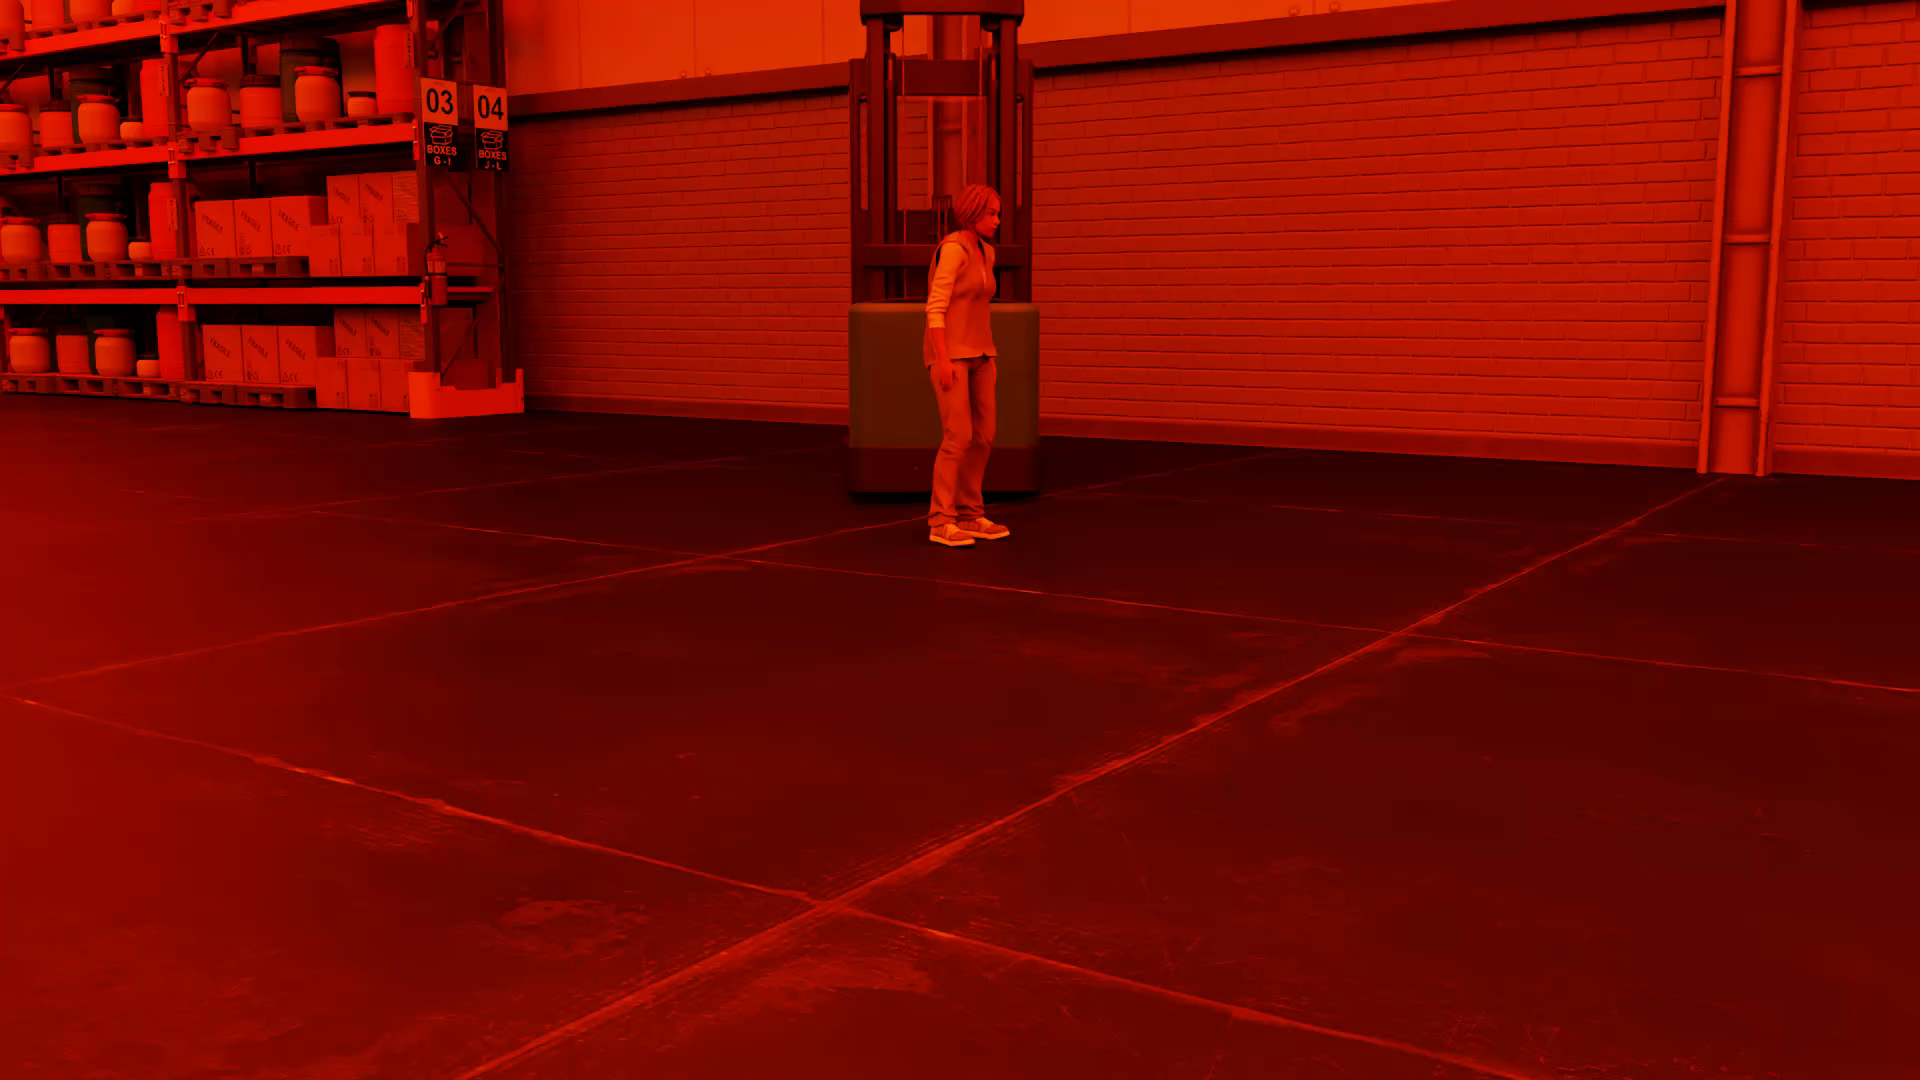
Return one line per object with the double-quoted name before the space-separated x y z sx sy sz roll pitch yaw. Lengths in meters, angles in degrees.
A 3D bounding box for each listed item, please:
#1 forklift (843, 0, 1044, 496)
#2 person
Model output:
"forklift" -0.117 -1.850 10.206 1.130 2.935 3.031 0 8 -1
"person" 0.021 -0.787 7.485 0.344 1.592 0.467 5 10 32
